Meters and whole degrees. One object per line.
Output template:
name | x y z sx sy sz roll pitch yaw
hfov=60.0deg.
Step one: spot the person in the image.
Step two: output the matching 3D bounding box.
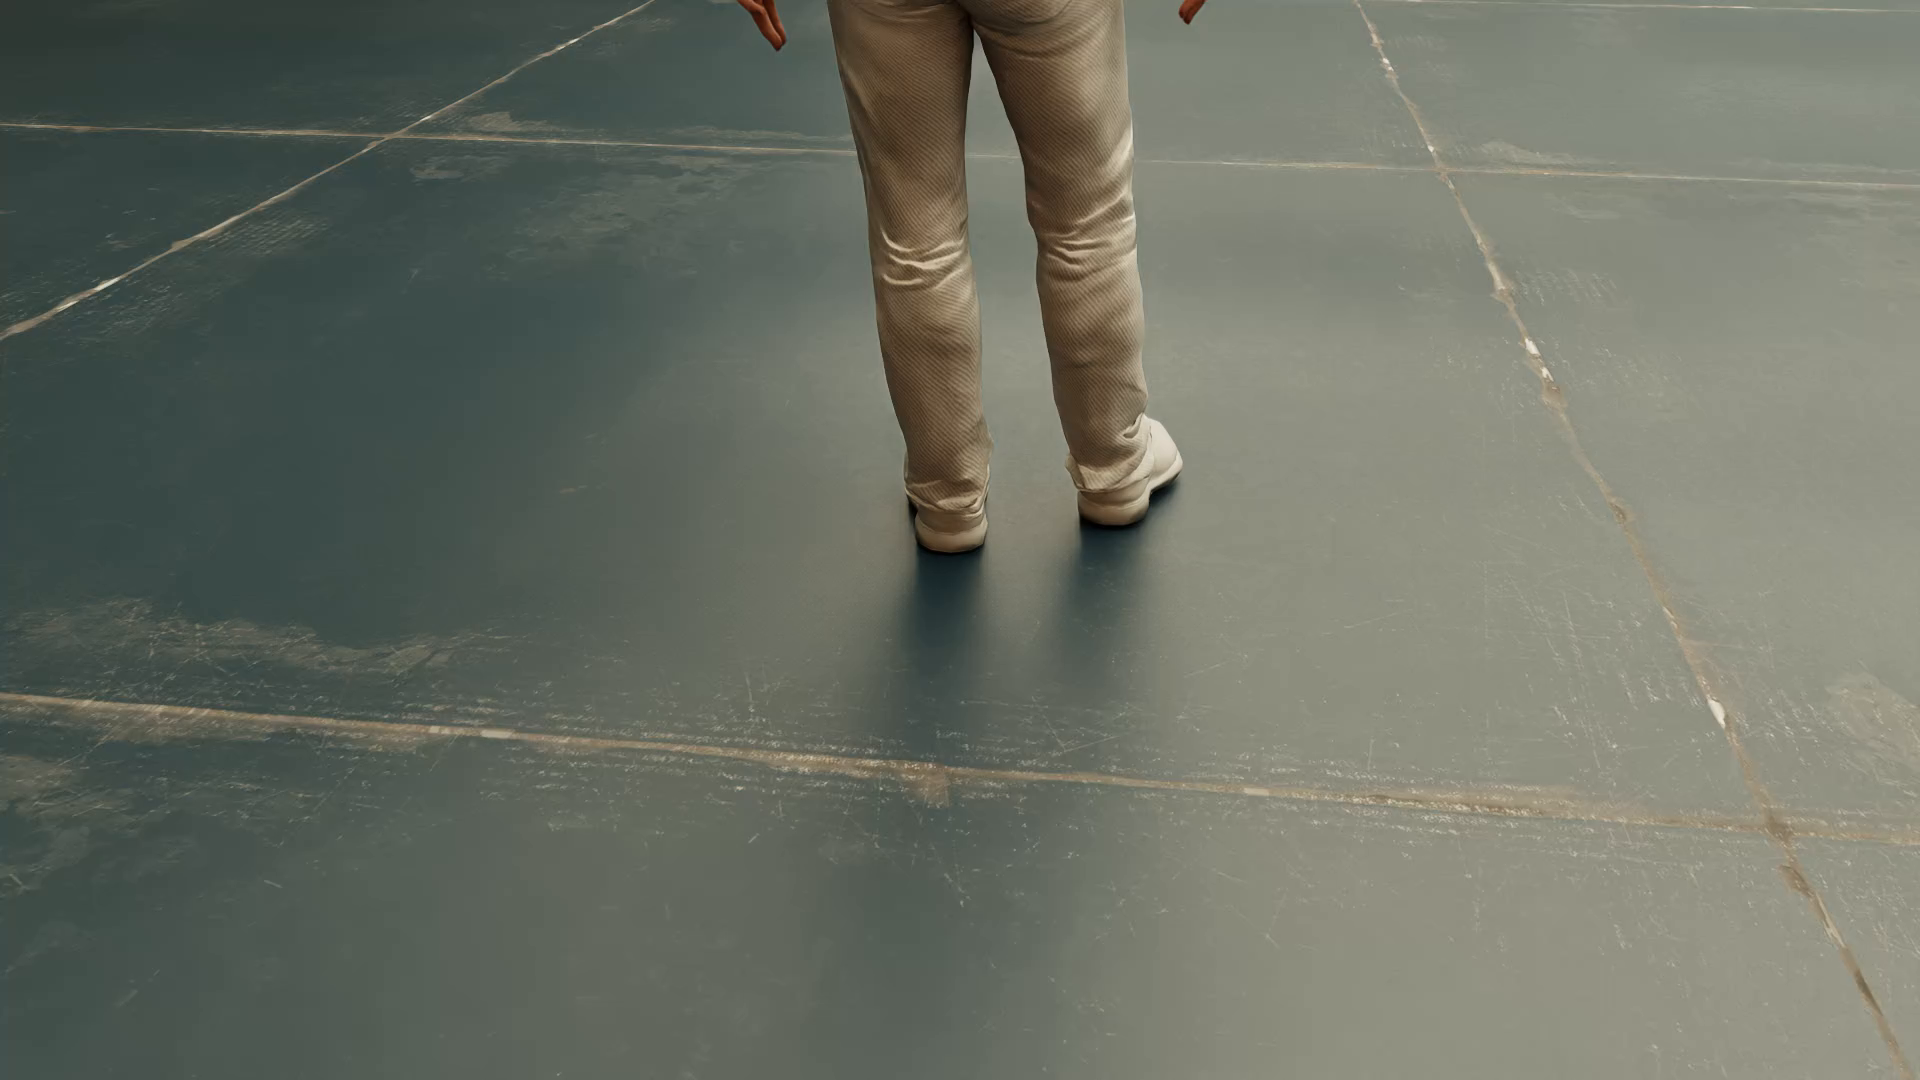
person | 0.015 -0.827 2.164 0.665 1.767 0.575 3 27 7
